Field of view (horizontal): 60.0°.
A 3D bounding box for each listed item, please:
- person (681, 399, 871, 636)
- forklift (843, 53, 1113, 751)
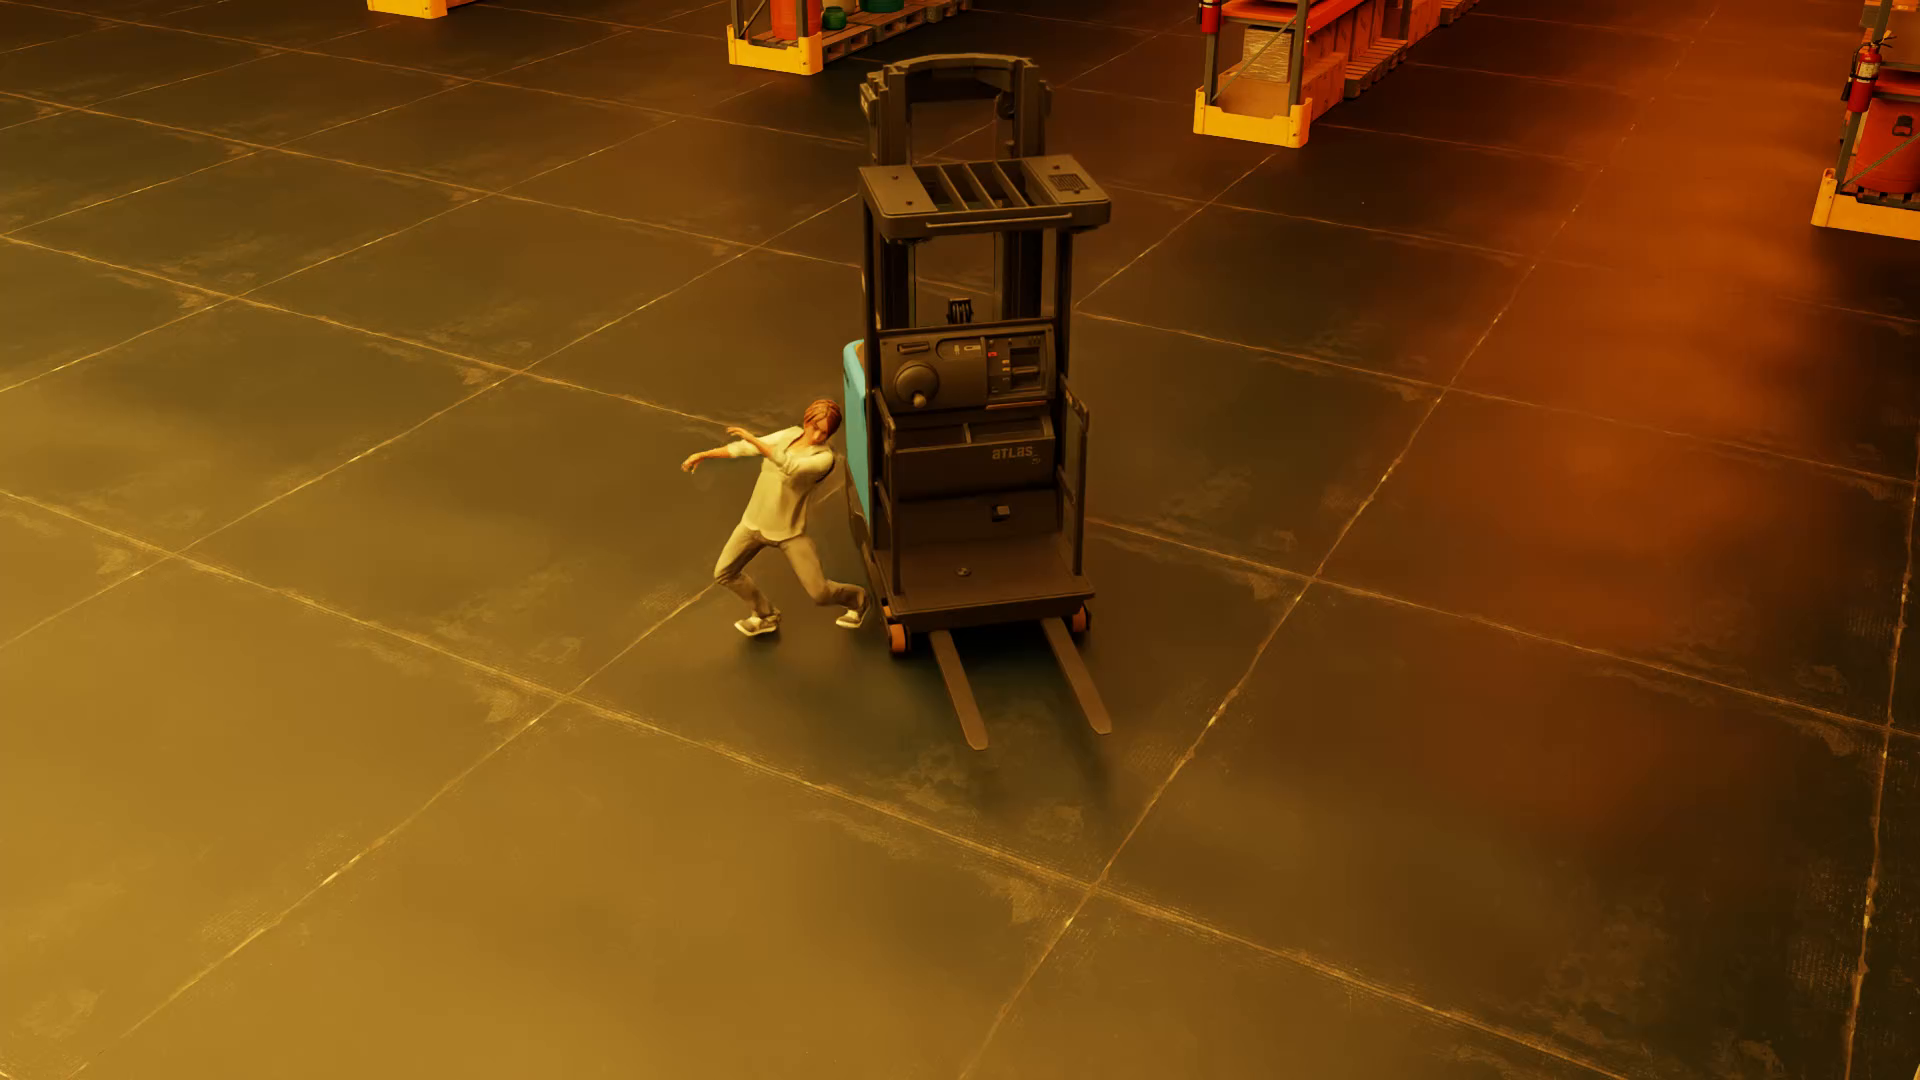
[{"bbox_3d":[-1.014,-0.098,8.791,0.917,1.377,0.671,17,34,26],"label":"person"},{"bbox_3d":[0.091,-0.859,8.559,1.130,2.935,3.031,-6,31,-10],"label":"forklift"}]
